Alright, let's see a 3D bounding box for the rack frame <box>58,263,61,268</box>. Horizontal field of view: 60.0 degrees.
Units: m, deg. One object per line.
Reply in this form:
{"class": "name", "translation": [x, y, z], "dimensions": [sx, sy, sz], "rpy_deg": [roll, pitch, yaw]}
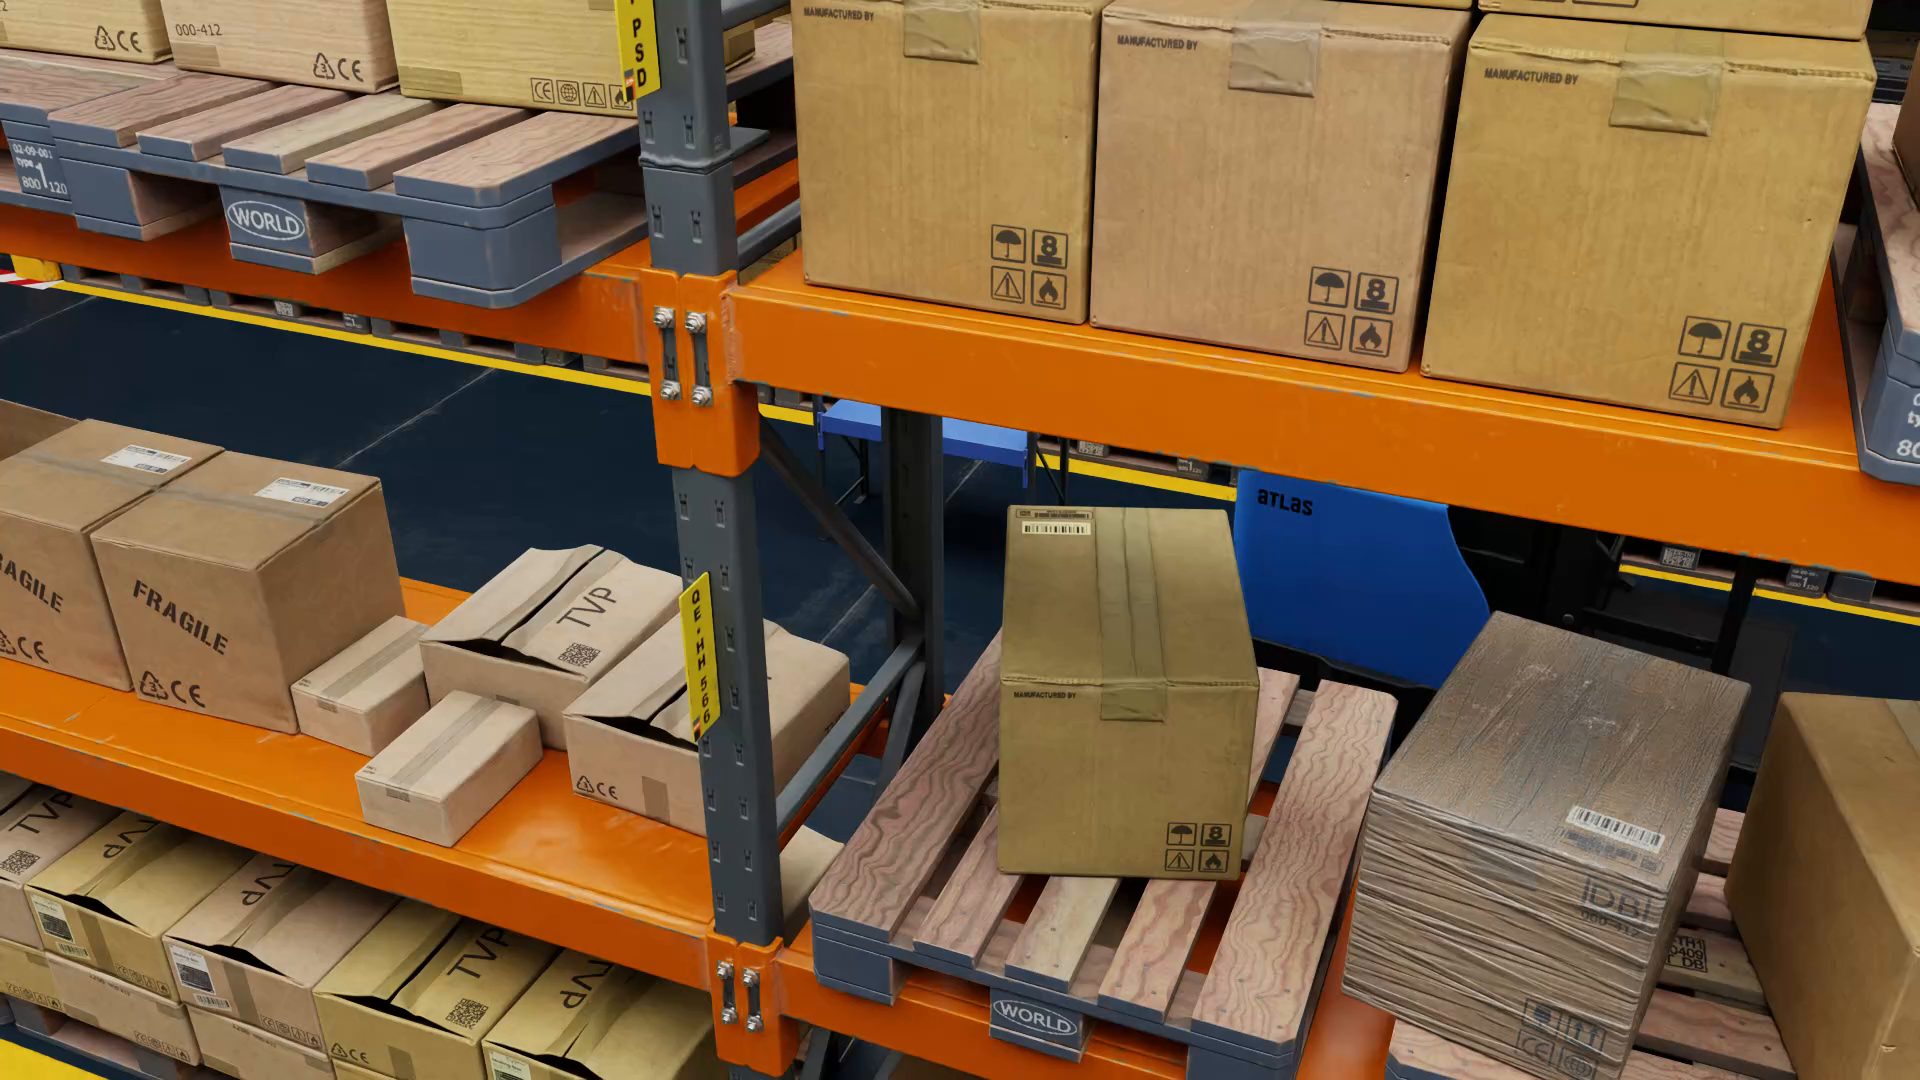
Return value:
{"class": "rack frame", "translation": [-5.837, -3.266, 10.480], "dimensions": [0.127, 3.000, 1.000], "rpy_deg": [11, 31, 19]}

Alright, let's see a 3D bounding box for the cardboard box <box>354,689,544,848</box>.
{"class": "cardboard box", "translation": [-1.220, 0.542, 3.998], "dimensions": [0.250, 0.149, 0.380], "rpy_deg": [11, 31, 19]}

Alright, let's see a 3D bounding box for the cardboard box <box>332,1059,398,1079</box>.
{"class": "cardboard box", "translation": [-1.341, 1.408, 4.579], "dimensions": [0.500, 0.250, 0.500], "rpy_deg": [11, 31, 19]}

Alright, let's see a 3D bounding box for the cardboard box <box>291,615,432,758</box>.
{"class": "cardboard box", "translation": [-1.486, 0.372, 4.298], "dimensions": [0.250, 0.149, 0.380], "rpy_deg": [14, 32, 23]}

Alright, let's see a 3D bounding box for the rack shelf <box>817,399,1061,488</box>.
{"class": "rack shelf", "translation": [-0.079, -0.512, 7.497], "dimensions": [1.000, 0.185, 0.538], "rpy_deg": [11, 31, 19]}

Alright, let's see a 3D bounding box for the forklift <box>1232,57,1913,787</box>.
{"class": "forklift", "translation": [2.568, -0.522, 5.695], "dimensions": [3.031, 2.935, 1.130], "rpy_deg": [16, 33, 25]}

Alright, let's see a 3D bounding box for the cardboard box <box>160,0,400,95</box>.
{"class": "cardboard box", "translation": [-1.217, -1.097, 3.320], "dimensions": [0.500, 0.250, 0.500], "rpy_deg": [12, 32, 20]}

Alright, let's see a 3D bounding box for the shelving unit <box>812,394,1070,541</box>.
{"class": "shelving unit", "translation": [-0.079, -0.669, 7.409], "dimensions": [1.048, 1.500, 0.538], "rpy_deg": [11, 31, 19]}

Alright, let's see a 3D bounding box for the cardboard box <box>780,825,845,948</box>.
{"class": "cardboard box", "translation": [-0.658, 1.012, 4.708], "dimensions": [0.500, 0.311, 0.500], "rpy_deg": [12, 32, 21]}

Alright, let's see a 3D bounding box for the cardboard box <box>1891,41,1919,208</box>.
{"class": "cardboard box", "translation": [1.747, -0.735, 2.323], "dimensions": [0.600, 0.600, 0.600], "rpy_deg": [10, 31, 17]}

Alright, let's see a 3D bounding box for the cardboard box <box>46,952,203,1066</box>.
{"class": "cardboard box", "translation": [-2.284, 1.219, 4.912], "dimensions": [0.500, 0.250, 0.500], "rpy_deg": [12, 32, 20]}

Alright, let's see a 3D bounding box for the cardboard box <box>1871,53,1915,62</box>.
{"class": "cardboard box", "translation": [3.811, -1.717, 6.554], "dimensions": [0.500, 0.250, 0.500], "rpy_deg": [12, 32, 20]}

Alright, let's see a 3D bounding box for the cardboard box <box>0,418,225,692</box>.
{"class": "cardboard box", "translation": [-2.332, 0.029, 4.548], "dimensions": [0.500, 0.500, 0.500], "rpy_deg": [11, 31, 19]}

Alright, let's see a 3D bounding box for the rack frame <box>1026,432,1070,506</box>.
{"class": "rack frame", "translation": [0.392, -0.575, 7.242], "dimensions": [0.032, 1.500, 0.500], "rpy_deg": [11, 31, 19]}

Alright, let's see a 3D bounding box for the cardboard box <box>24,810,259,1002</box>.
{"class": "cardboard box", "translation": [-2.275, 0.977, 4.771], "dimensions": [0.500, 0.311, 0.500], "rpy_deg": [12, 32, 20]}

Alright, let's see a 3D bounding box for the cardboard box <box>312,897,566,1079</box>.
{"class": "cardboard box", "translation": [-1.345, 1.165, 4.437], "dimensions": [0.500, 0.311, 0.500], "rpy_deg": [11, 31, 18]}

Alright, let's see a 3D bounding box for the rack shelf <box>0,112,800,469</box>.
{"class": "rack shelf", "translation": [-2.136, -0.889, 3.958], "dimensions": [4.000, 0.370, 1.077], "rpy_deg": [11, 31, 19]}

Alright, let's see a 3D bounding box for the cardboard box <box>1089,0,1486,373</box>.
{"class": "cardboard box", "translation": [0.607, -0.716, 2.819], "dimensions": [0.500, 0.500, 0.910], "rpy_deg": [11, 31, 19]}

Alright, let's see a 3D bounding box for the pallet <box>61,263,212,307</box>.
{"class": "pallet", "translation": [-5.027, -1.872, 10.847], "dimensions": [1.213, 0.211, 1.003], "rpy_deg": [11, 31, 19]}

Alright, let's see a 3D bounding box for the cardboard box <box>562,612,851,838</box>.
{"class": "cardboard box", "translation": [-0.604, 0.425, 4.041], "dimensions": [0.500, 0.311, 0.500], "rpy_deg": [13, 32, 22]}

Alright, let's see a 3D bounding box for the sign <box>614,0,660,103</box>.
{"class": "sign", "translation": [-0.499, -0.841, 2.535], "dimensions": [0.005, 0.325, 0.100], "rpy_deg": [11, 31, 19]}

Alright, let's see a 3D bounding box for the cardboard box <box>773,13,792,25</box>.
{"class": "cardboard box", "translation": [-0.535, -2.437, 8.465], "dimensions": [0.500, 0.500, 0.700], "rpy_deg": [16, 33, 26]}

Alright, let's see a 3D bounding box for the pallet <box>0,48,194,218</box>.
{"class": "pallet", "translation": [-1.983, -1.041, 3.686], "dimensions": [1.213, 0.211, 1.003], "rpy_deg": [13, 32, 21]}

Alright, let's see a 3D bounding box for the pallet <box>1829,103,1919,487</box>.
{"class": "pallet", "translation": [1.883, -0.354, 2.470], "dimensions": [1.003, 0.211, 1.213], "rpy_deg": [11, 31, 19]}

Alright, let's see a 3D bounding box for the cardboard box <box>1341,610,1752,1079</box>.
{"class": "cardboard box", "translation": [1.119, 0.568, 3.168], "dimensions": [0.500, 0.500, 0.700], "rpy_deg": [18, 34, 28]}

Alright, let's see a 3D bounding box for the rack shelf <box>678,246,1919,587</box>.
{"class": "rack shelf", "translation": [1.570, -0.149, 2.649], "dimensions": [4.000, 0.370, 1.077], "rpy_deg": [11, 31, 19]}

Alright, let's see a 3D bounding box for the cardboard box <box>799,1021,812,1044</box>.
{"class": "cardboard box", "translation": [-0.658, 1.257, 4.846], "dimensions": [0.500, 0.250, 0.500], "rpy_deg": [11, 31, 19]}

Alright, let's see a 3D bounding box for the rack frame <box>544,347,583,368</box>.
{"class": "rack frame", "translation": [-2.130, -2.526, 9.171], "dimensions": [0.127, 3.000, 1.000], "rpy_deg": [11, 31, 19]}

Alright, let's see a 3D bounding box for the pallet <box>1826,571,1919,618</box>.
{"class": "pallet", "translation": [4.539, 0.059, 7.430], "dimensions": [1.213, 0.211, 1.003], "rpy_deg": [11, 31, 19]}

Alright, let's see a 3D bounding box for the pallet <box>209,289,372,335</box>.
{"class": "pallet", "translation": [-3.901, -1.645, 10.446], "dimensions": [1.213, 0.211, 1.003], "rpy_deg": [11, 31, 19]}

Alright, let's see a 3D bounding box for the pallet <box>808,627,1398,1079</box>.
{"class": "pallet", "translation": [0.372, 0.650, 3.746], "dimensions": [1.003, 0.211, 1.213], "rpy_deg": [11, 31, 19]}

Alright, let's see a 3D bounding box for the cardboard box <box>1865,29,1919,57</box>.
{"class": "cardboard box", "translation": [4.001, -1.942, 6.952], "dimensions": [0.500, 0.250, 0.500], "rpy_deg": [10, 31, 17]}

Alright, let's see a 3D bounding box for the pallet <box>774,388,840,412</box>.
{"class": "pallet", "translation": [-0.274, -0.944, 9.205], "dimensions": [1.213, 0.211, 1.003], "rpy_deg": [11, 31, 19]}

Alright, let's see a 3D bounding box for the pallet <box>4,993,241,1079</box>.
{"class": "pallet", "translation": [-2.158, 1.291, 5.252], "dimensions": [1.213, 0.211, 1.003], "rpy_deg": [11, 31, 19]}

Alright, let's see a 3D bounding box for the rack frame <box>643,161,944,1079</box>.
{"class": "rack frame", "translation": [-0.283, 0.473, 3.864], "dimensions": [0.127, 3.000, 1.000], "rpy_deg": [11, 31, 19]}

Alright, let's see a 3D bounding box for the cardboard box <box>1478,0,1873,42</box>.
{"class": "cardboard box", "translation": [1.064, -1.039, 2.374], "dimensions": [0.500, 0.500, 0.500], "rpy_deg": [11, 31, 19]}

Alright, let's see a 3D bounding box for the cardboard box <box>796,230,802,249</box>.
{"class": "cardboard box", "translation": [-0.549, -1.653, 8.957], "dimensions": [0.500, 0.250, 0.500], "rpy_deg": [10, 31, 18]}
